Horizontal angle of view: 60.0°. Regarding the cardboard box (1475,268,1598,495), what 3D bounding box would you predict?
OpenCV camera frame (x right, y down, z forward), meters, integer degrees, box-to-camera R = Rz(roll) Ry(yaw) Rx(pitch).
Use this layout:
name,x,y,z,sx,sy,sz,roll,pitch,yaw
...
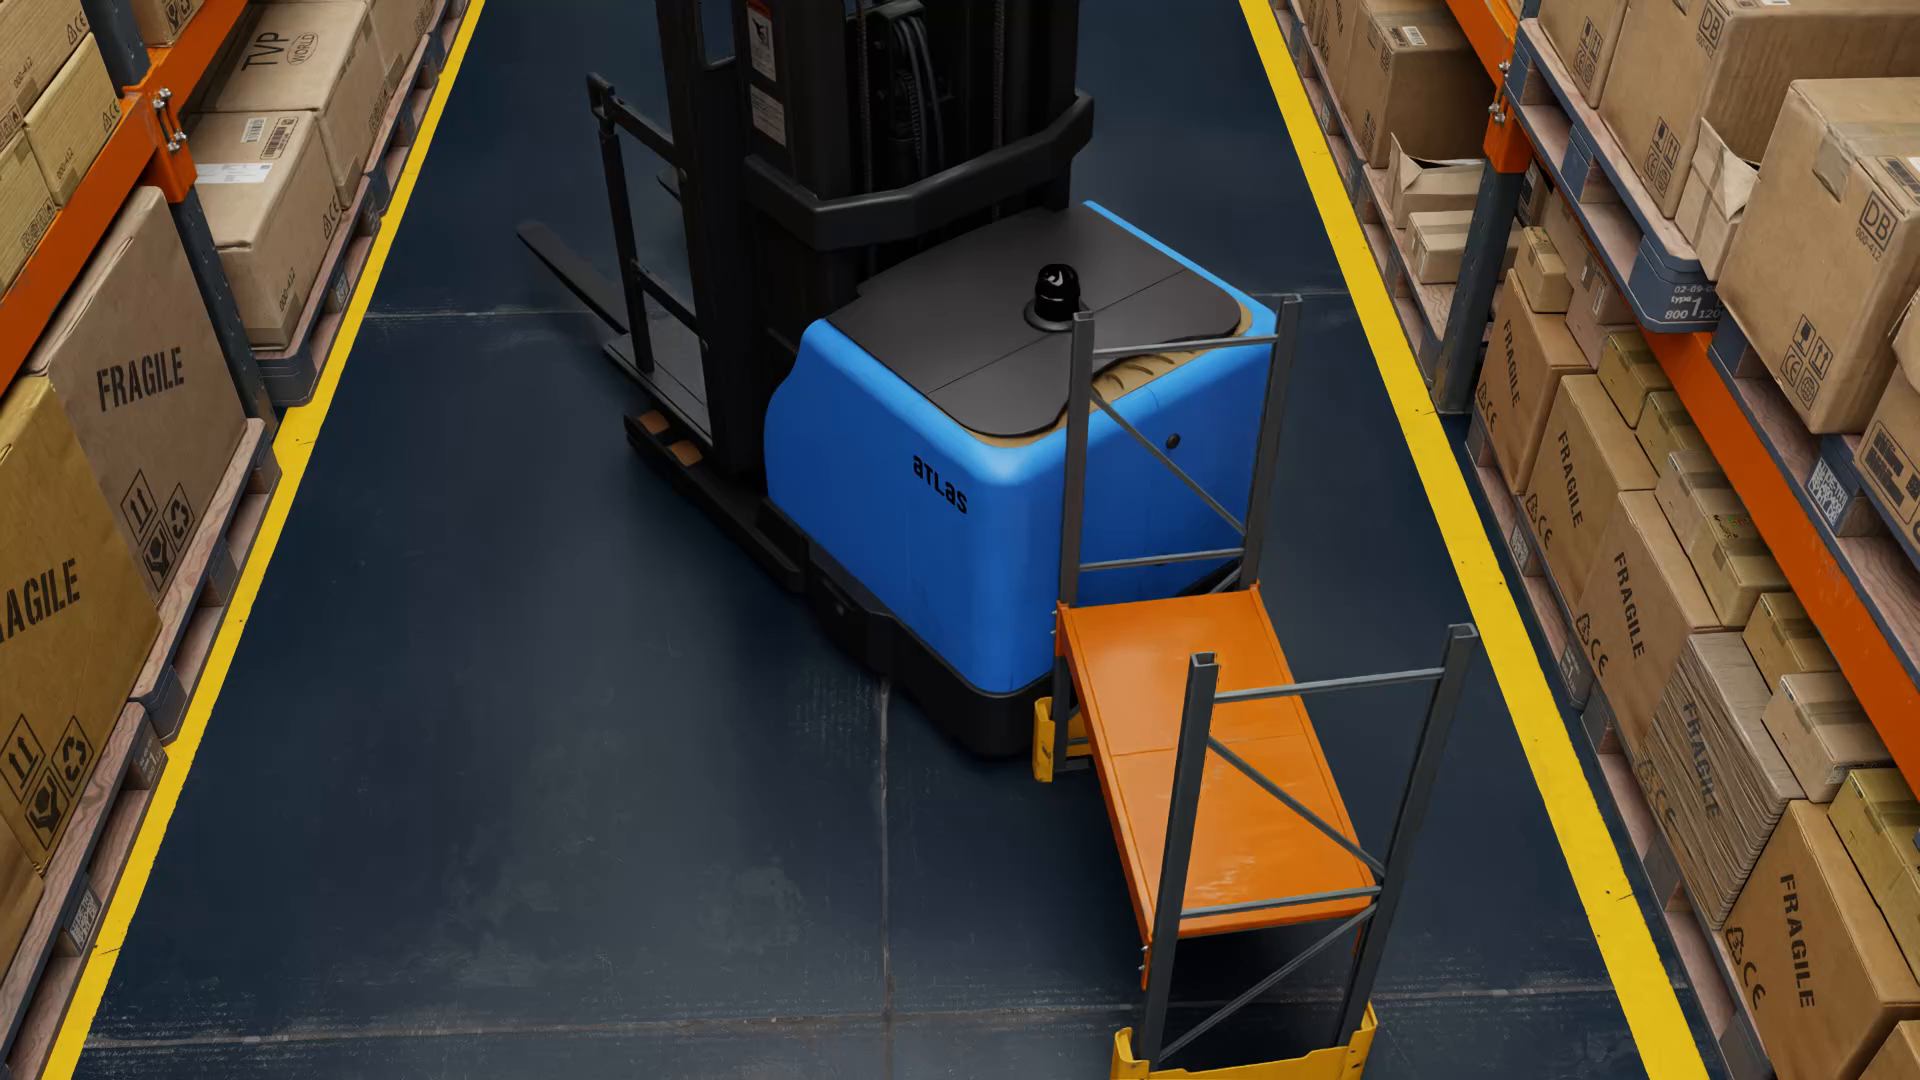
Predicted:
name,x,y,z,sx,sy,sz,roll,pitch,yaw
cardboard box,1.935,-0.486,5.100,0.500,0.500,0.500,0,43,0

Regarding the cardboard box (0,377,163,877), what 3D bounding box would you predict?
name,x,y,z,sx,sy,sz,roll,pitch,yaw
cardboard box,-2.667,0.213,4.059,0.875,0.875,0.875,-1,43,-1

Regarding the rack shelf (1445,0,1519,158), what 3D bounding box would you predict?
name,x,y,z,sx,sy,sz,roll,pitch,yaw
rack shelf,2.054,-2.671,6.477,1.077,0.370,4.000,-2,43,-2

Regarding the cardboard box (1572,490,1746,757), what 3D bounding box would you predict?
name,x,y,z,sx,sy,sz,roll,pitch,yaw
cardboard box,1.984,0.210,4.340,0.500,0.500,0.500,-3,43,-3

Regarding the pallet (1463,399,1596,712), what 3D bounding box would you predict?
name,x,y,z,sx,sy,sz,roll,pitch,yaw
pallet,2.212,-0.010,5.105,1.003,0.211,1.213,-2,43,-2

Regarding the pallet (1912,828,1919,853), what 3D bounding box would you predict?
name,x,y,z,sx,sy,sz,roll,pitch,yaw
pallet,2.210,0.729,2.376,1.213,0.211,1.003,-2,43,-2

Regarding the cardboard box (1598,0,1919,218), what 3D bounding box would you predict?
name,x,y,z,sx,sy,sz,roll,pitch,yaw
cardboard box,1.958,-1.095,3.840,0.700,0.500,0.500,-1,43,-1

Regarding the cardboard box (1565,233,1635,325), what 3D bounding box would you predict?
name,x,y,z,sx,sy,sz,roll,pitch,yaw
cardboard box,1.948,-0.744,4.681,0.380,0.149,0.250,-4,43,-4

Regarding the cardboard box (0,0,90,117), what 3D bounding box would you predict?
name,x,y,z,sx,sy,sz,roll,pitch,yaw
cardboard box,-2.558,-1.280,4.167,0.500,0.250,0.500,-2,43,-2

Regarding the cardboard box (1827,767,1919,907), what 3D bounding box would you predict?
name,x,y,z,sx,sy,sz,roll,pitch,yaw
cardboard box,2.049,0.605,3.429,0.380,0.149,0.250,-2,43,-2

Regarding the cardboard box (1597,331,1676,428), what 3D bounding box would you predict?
name,x,y,z,sx,sy,sz,roll,pitch,yaw
cardboard box,2.000,-0.451,4.581,0.380,0.149,0.250,-4,43,-4

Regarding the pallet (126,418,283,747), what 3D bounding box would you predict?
name,x,y,z,sx,sy,sz,roll,pitch,yaw
pallet,-2.712,0.106,4.979,1.003,0.211,1.213,-2,43,-2

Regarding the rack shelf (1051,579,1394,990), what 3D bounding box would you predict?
name,x,y,z,sx,sy,sz,roll,pitch,yaw
rack shelf,0.566,0.524,3.835,0.538,0.185,1.000,-6,43,-6

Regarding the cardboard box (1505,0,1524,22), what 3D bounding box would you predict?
name,x,y,z,sx,sy,sz,roll,pitch,yaw
cardboard box,1.873,-1.702,5.072,0.380,0.149,0.250,-1,43,-1

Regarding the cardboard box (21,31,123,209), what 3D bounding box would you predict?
name,x,y,z,sx,sy,sz,roll,pitch,yaw
cardboard box,-2.549,-1.090,4.331,0.500,0.250,0.500,-3,43,-3

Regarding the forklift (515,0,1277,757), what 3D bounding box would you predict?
name,x,y,z,sx,sy,sz,roll,pitch,yaw
forklift,-0.452,-1.431,4.642,1.130,2.935,3.031,-28,50,-27

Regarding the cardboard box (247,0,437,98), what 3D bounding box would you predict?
name,x,y,z,sx,sy,sz,roll,pitch,yaw
cardboard box,-2.814,-2.292,7.115,0.875,0.438,0.875,-1,43,-1

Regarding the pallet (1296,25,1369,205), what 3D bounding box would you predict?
name,x,y,z,sx,sy,sz,roll,pitch,yaw
pallet,2.056,-1.847,7.109,1.003,0.211,1.213,-2,43,-2

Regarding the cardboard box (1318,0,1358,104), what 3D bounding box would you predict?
name,x,y,z,sx,sy,sz,roll,pitch,yaw
cardboard box,1.821,-2.166,6.933,0.500,0.500,0.500,-1,43,-1

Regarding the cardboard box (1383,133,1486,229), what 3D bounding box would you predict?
name,x,y,z,sx,sy,sz,roll,pitch,yaw
cardboard box,1.807,-1.342,6.206,0.396,0.266,0.258,0,43,0

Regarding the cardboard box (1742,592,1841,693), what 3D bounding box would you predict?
name,x,y,z,sx,sy,sz,roll,pitch,yaw
cardboard box,2.047,0.252,3.814,0.380,0.149,0.250,-1,43,-2

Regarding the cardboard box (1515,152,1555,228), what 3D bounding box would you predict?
name,x,y,z,sx,sy,sz,roll,pitch,yaw
cardboard box,2.347,-1.203,6.021,0.500,0.311,0.500,0,43,0

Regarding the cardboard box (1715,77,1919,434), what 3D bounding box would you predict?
name,x,y,z,sx,sy,sz,roll,pitch,yaw
cardboard box,1.992,-0.565,3.262,0.700,0.500,0.500,-2,43,-2

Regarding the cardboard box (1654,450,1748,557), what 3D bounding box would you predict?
name,x,y,z,sx,sy,sz,roll,pitch,yaw
cardboard box,1.999,-0.097,4.195,0.380,0.149,0.250,-2,43,-2

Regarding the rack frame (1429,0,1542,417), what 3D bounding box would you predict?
name,x,y,z,sx,sy,sz,roll,pitch,yaw
rack frame,2.139,-1.586,4.760,1.000,3.000,0.127,-2,43,-2

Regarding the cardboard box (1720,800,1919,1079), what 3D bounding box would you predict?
name,x,y,z,sx,sy,sz,roll,pitch,yaw
cardboard box,2.041,0.910,3.576,0.500,0.500,0.500,0,43,0

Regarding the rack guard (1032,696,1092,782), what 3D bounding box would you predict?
name,x,y,z,sx,sy,sz,roll,pitch,yaw
rack guard,0.492,0.513,4.505,0.587,0.250,0.087,-6,43,-6

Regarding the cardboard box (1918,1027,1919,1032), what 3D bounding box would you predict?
name,x,y,z,sx,sy,sz,roll,pitch,yaw
cardboard box,2.026,0.953,3.049,0.380,0.149,0.250,-3,43,-3

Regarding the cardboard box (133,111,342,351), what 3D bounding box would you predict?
name,x,y,z,sx,sy,sz,roll,pitch,yaw
cardboard box,-2.739,-1.078,5.792,0.875,0.438,0.875,-2,43,-2

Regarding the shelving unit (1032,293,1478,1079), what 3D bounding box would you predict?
name,x,y,z,sx,sy,sz,roll,pitch,yaw
shelving unit,0.565,0.385,3.720,0.587,1.500,1.083,-6,43,-6

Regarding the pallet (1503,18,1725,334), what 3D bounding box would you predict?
name,x,y,z,sx,sy,sz,roll,pitch,yaw
pallet,2.064,-0.973,4.233,1.003,0.211,1.213,-2,43,-2

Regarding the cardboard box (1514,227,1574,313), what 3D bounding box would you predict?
name,x,y,z,sx,sy,sz,roll,pitch,yaw
cardboard box,1.889,-0.809,4.972,0.380,0.149,0.250,0,43,0

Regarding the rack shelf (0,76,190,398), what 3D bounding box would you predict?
name,x,y,z,sx,sy,sz,roll,pitch,yaw
rack shelf,-2.735,0.174,3.372,1.077,0.370,4.000,-2,43,-2

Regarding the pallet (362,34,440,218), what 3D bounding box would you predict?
name,x,y,z,sx,sy,sz,roll,pitch,yaw
pallet,-2.829,-1.754,7.008,1.003,0.211,1.213,-2,43,-2

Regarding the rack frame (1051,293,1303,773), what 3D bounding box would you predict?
name,x,y,z,sx,sy,sz,roll,pitch,yaw
rack frame,0.492,0.052,4.084,0.500,1.500,0.032,-6,43,-6
